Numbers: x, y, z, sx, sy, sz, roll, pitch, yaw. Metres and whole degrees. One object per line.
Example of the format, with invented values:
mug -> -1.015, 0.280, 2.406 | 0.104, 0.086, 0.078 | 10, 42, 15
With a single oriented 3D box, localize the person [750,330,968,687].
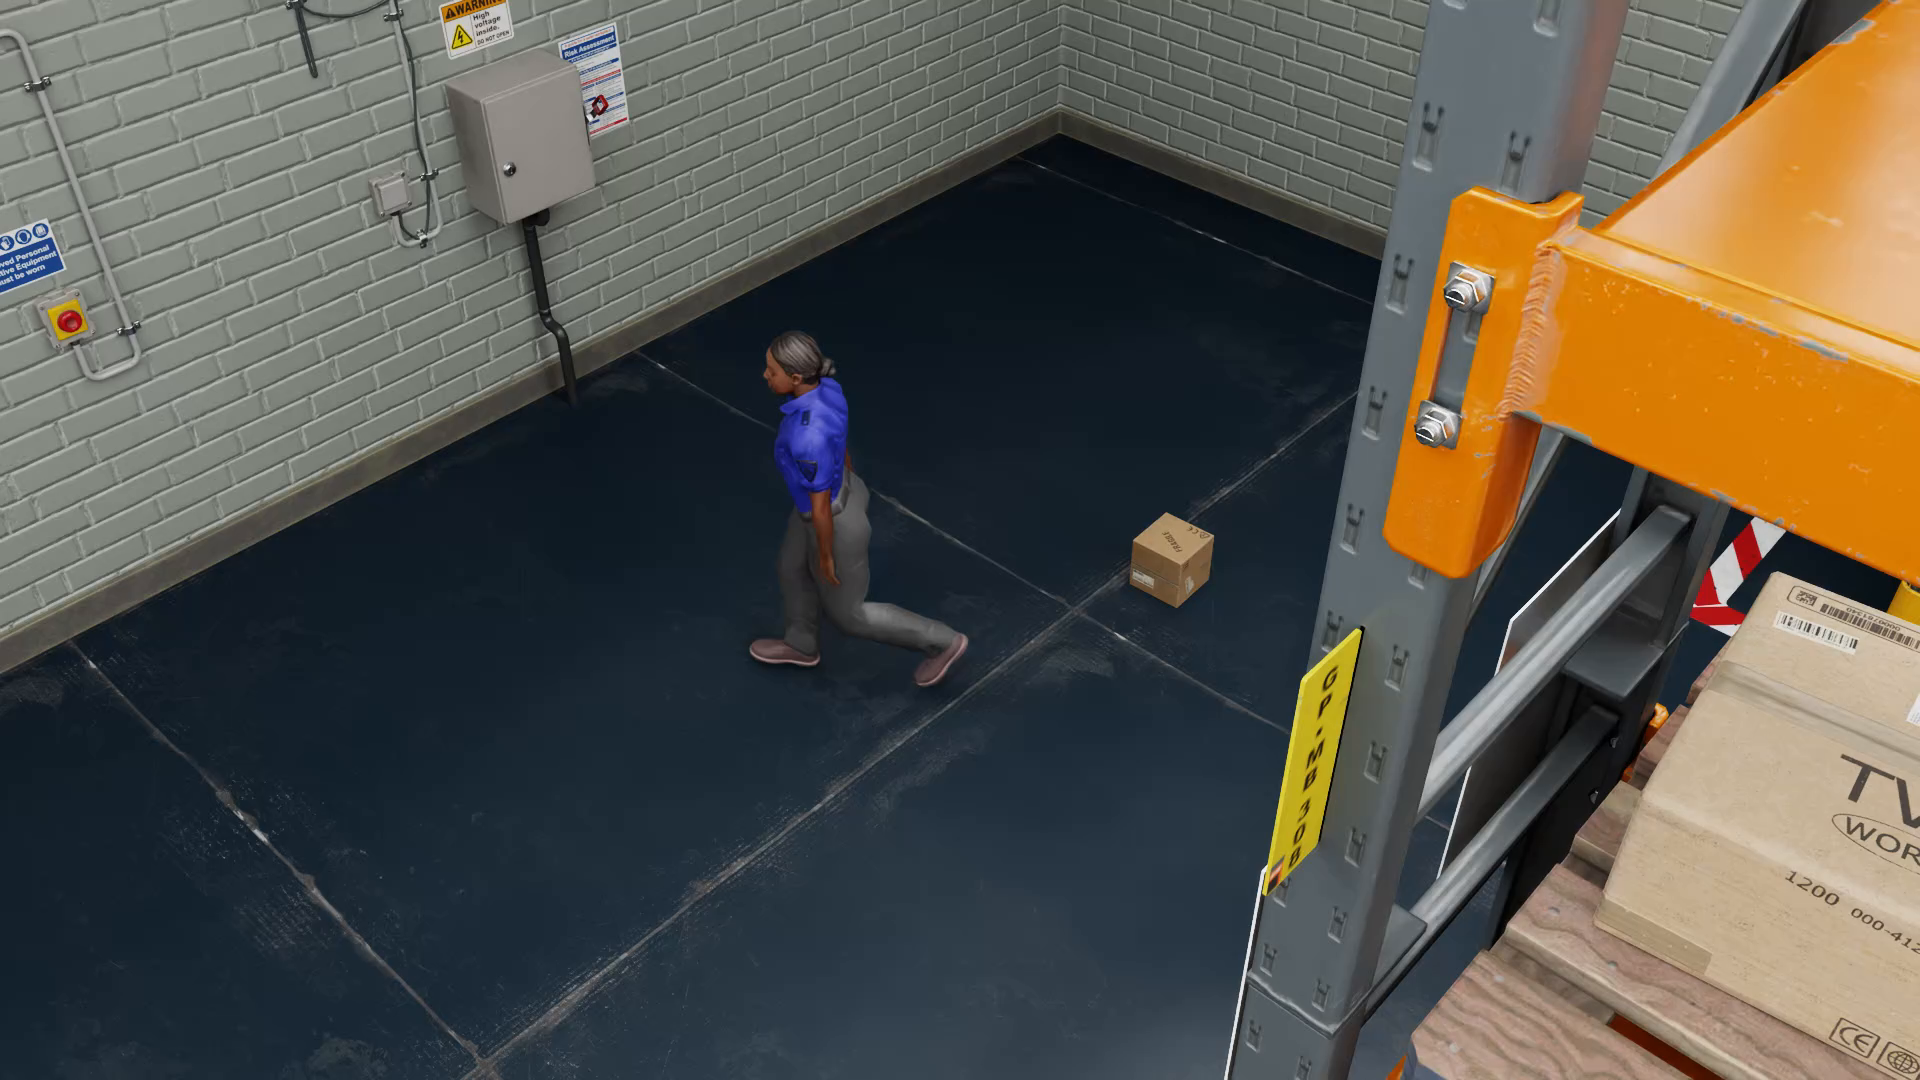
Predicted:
person -> -0.416, -0.074, 6.250 | 0.903, 1.607, 0.454 | 1, 40, 1
